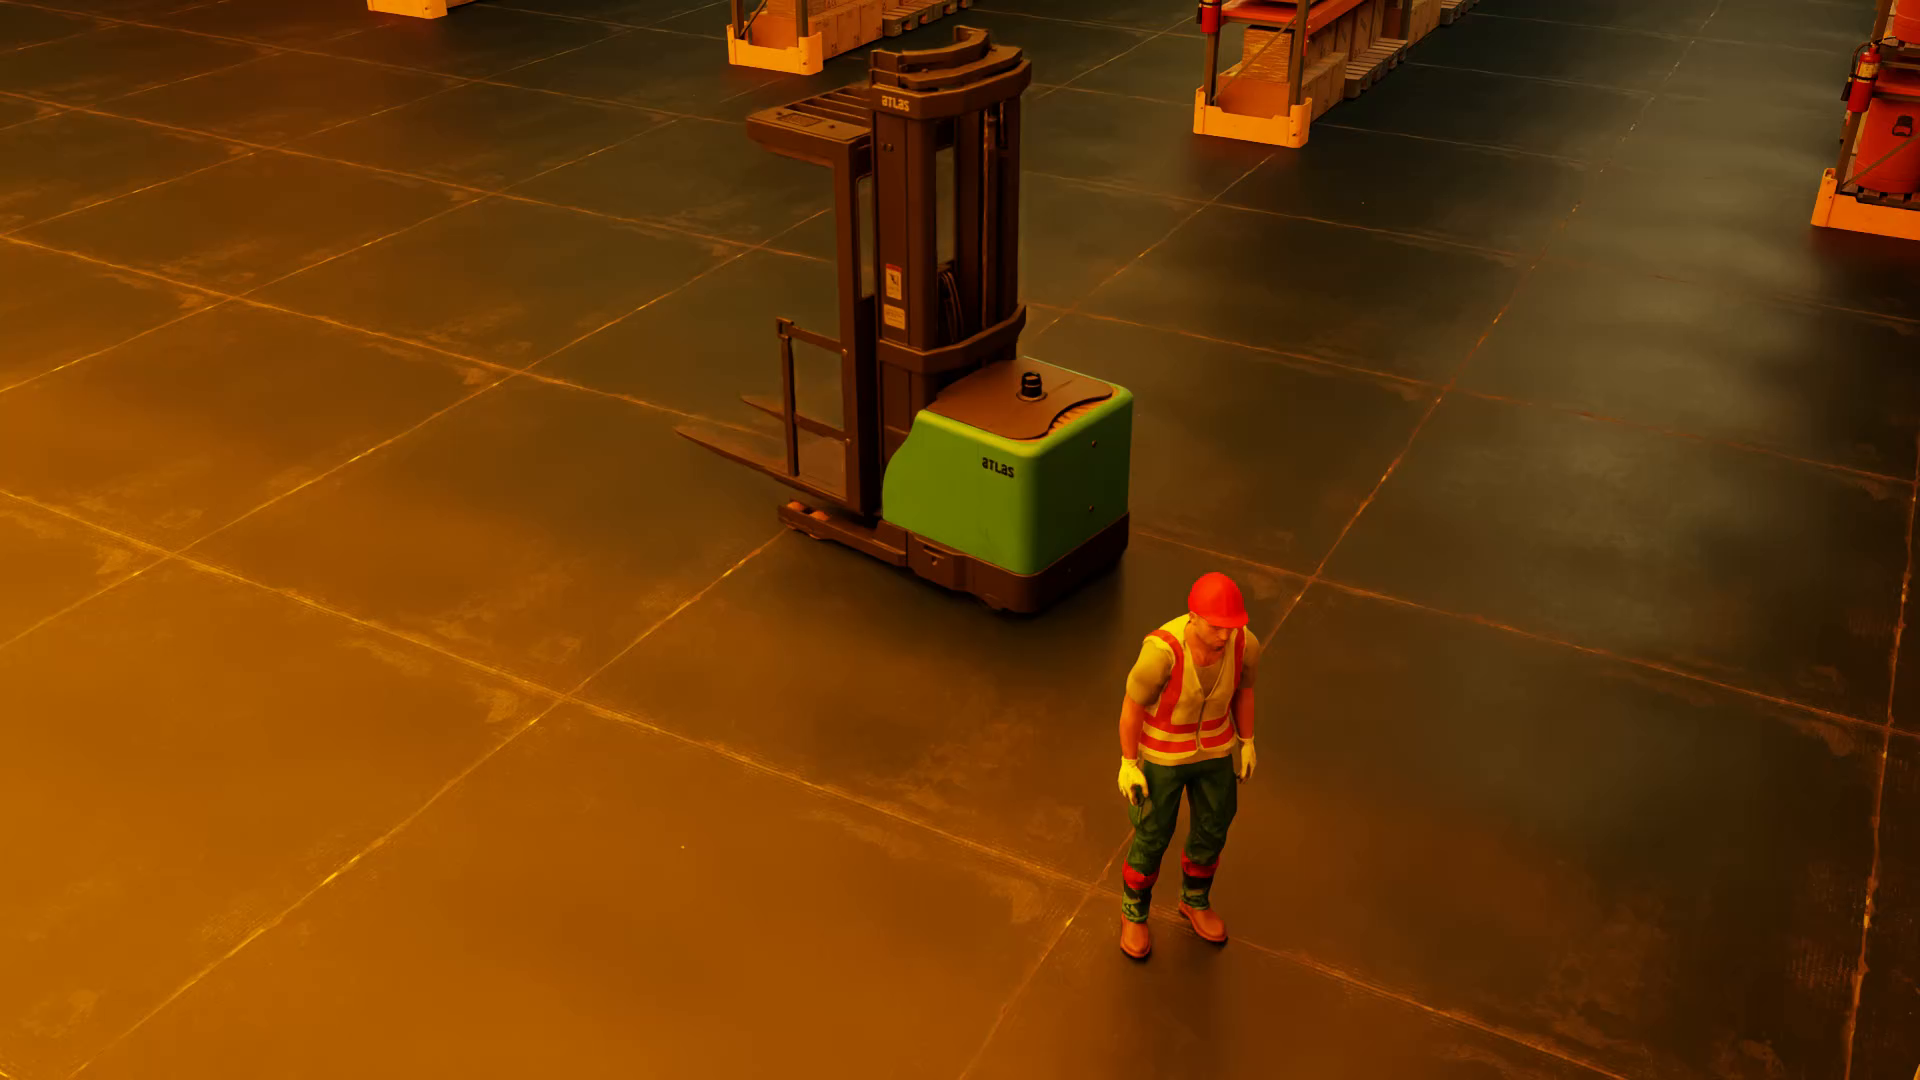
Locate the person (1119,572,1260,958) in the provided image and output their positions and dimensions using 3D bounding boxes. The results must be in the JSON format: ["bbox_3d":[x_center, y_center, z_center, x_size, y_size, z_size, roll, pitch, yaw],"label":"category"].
[{"bbox_3d":[0.924,0.883,6.699,0.608,1.777,0.455,-8,31,-14],"label":"person"}]

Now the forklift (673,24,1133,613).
[{"bbox_3d":[-0.479,-1.459,9.598,3.031,2.935,1.130,22,36,33],"label":"forklift"}]
